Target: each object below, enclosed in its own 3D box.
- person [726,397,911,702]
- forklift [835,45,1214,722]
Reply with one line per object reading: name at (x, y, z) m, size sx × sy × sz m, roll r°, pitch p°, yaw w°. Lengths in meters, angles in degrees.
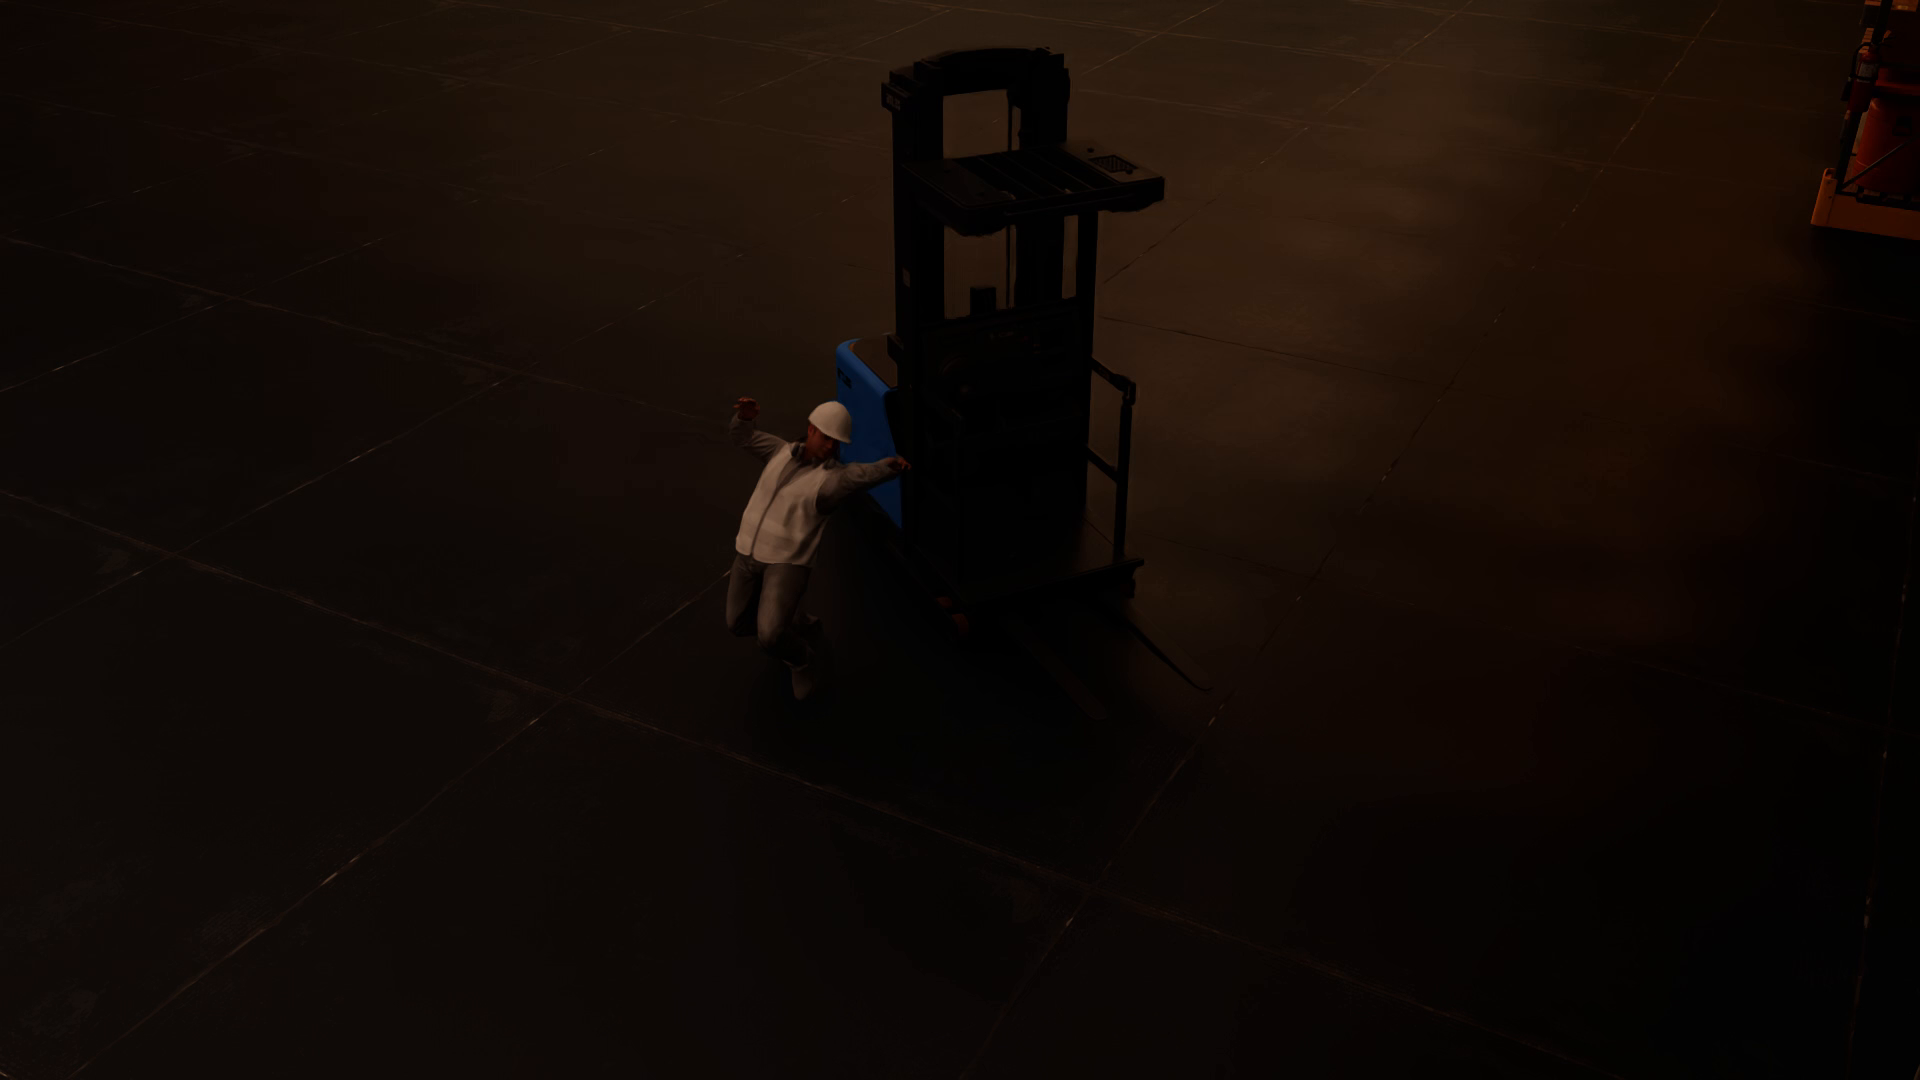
person at (-0.743, 0.057, 8.320) m, size 1.058 × 1.621 × 0.849 m, roll 23°, pitch 37°, yaw 34°
forklift at (0.325, -0.956, 8.726) m, size 1.130 × 2.935 × 3.031 m, roll -13°, pitch 33°, yaw -22°
